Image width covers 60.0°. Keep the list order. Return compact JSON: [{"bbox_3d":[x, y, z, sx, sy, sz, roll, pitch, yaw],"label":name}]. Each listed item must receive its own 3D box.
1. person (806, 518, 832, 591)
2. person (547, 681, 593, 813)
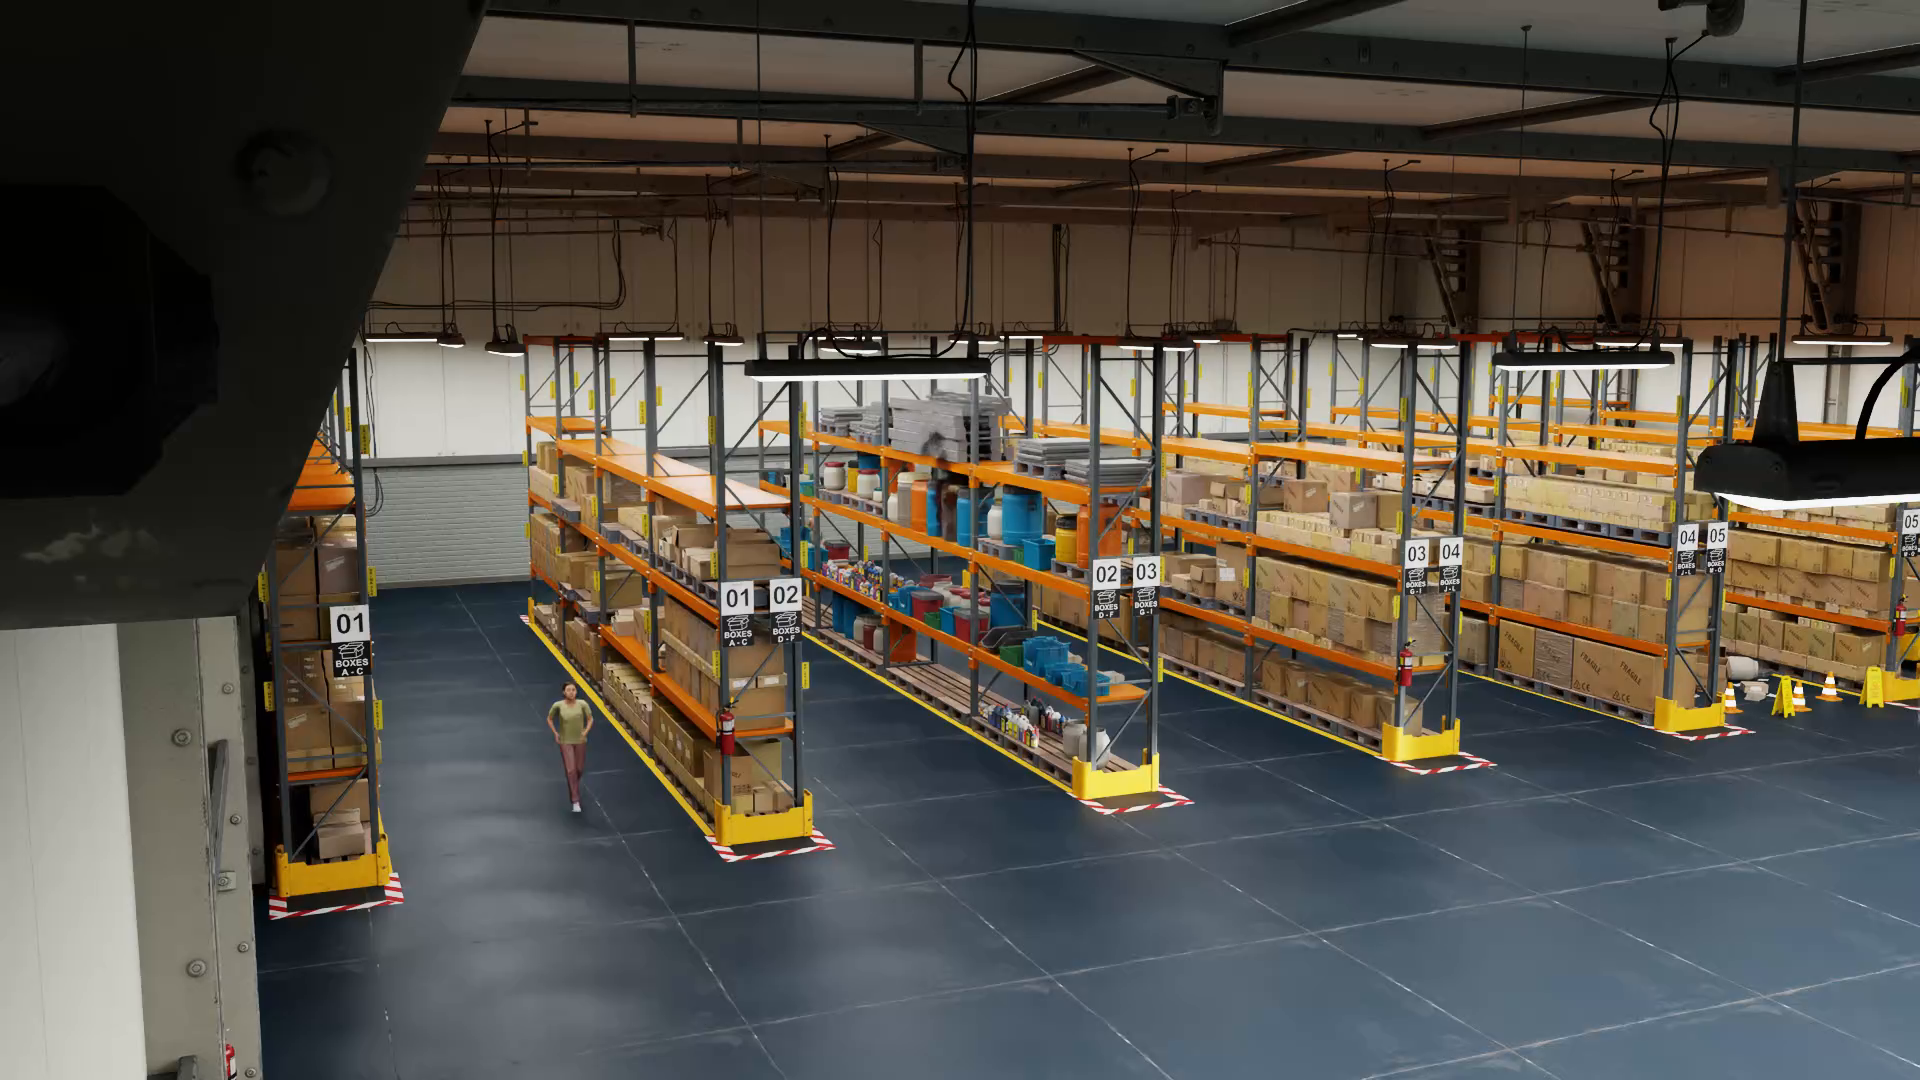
[{"bbox_3d":[-3.403,0.351,38.575,0.911,1.755,0.667,-2,8,-14],"label":"person"},{"bbox_3d":[-5.071,2.644,21.693,0.586,1.670,0.828,-3,8,-22],"label":"person"}]
